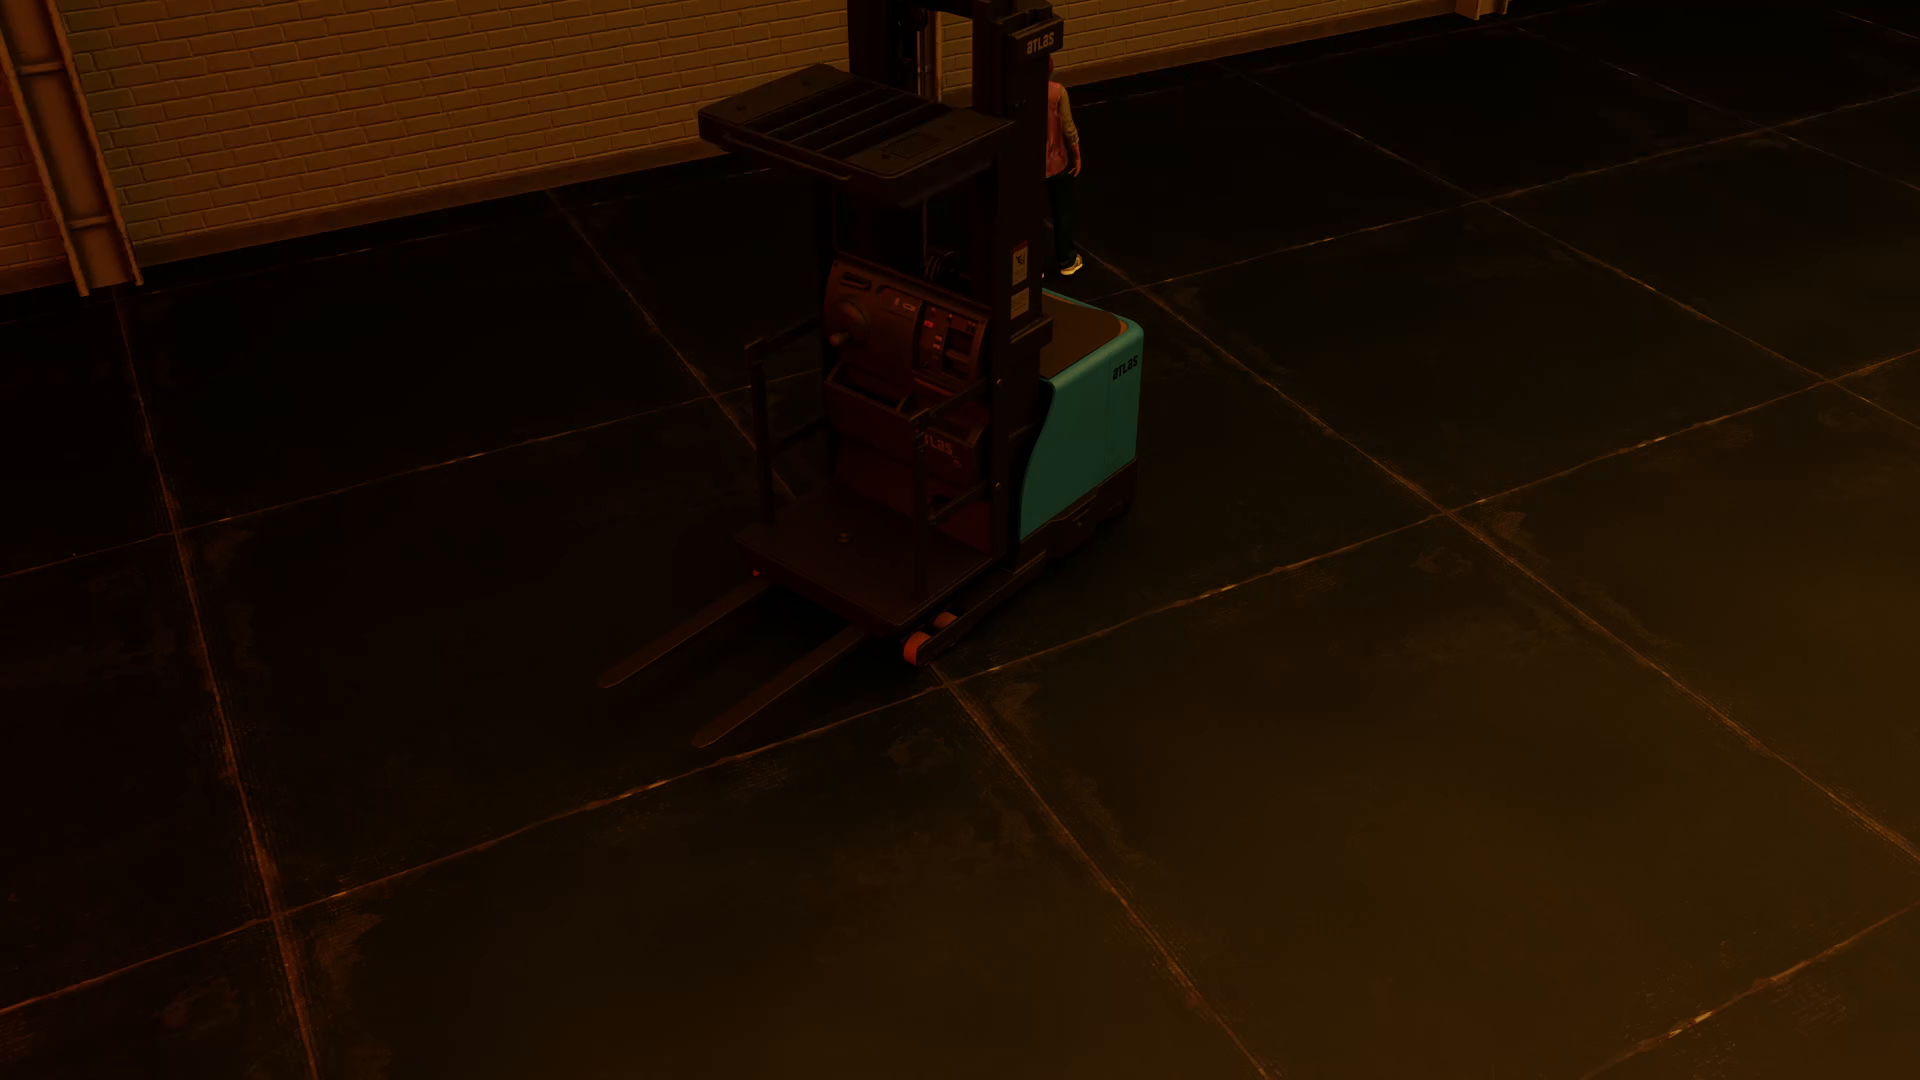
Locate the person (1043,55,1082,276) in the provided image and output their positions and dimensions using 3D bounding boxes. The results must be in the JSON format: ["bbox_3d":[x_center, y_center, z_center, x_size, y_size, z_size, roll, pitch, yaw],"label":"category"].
[{"bbox_3d":[0.543,-2.445,10.724,0.520,1.599,0.472,7,36,9],"label":"person"}]

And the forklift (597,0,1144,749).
[{"bbox_3d":[-0.390,-0.927,7.434,1.130,2.935,3.031,26,43,31],"label":"forklift"}]
